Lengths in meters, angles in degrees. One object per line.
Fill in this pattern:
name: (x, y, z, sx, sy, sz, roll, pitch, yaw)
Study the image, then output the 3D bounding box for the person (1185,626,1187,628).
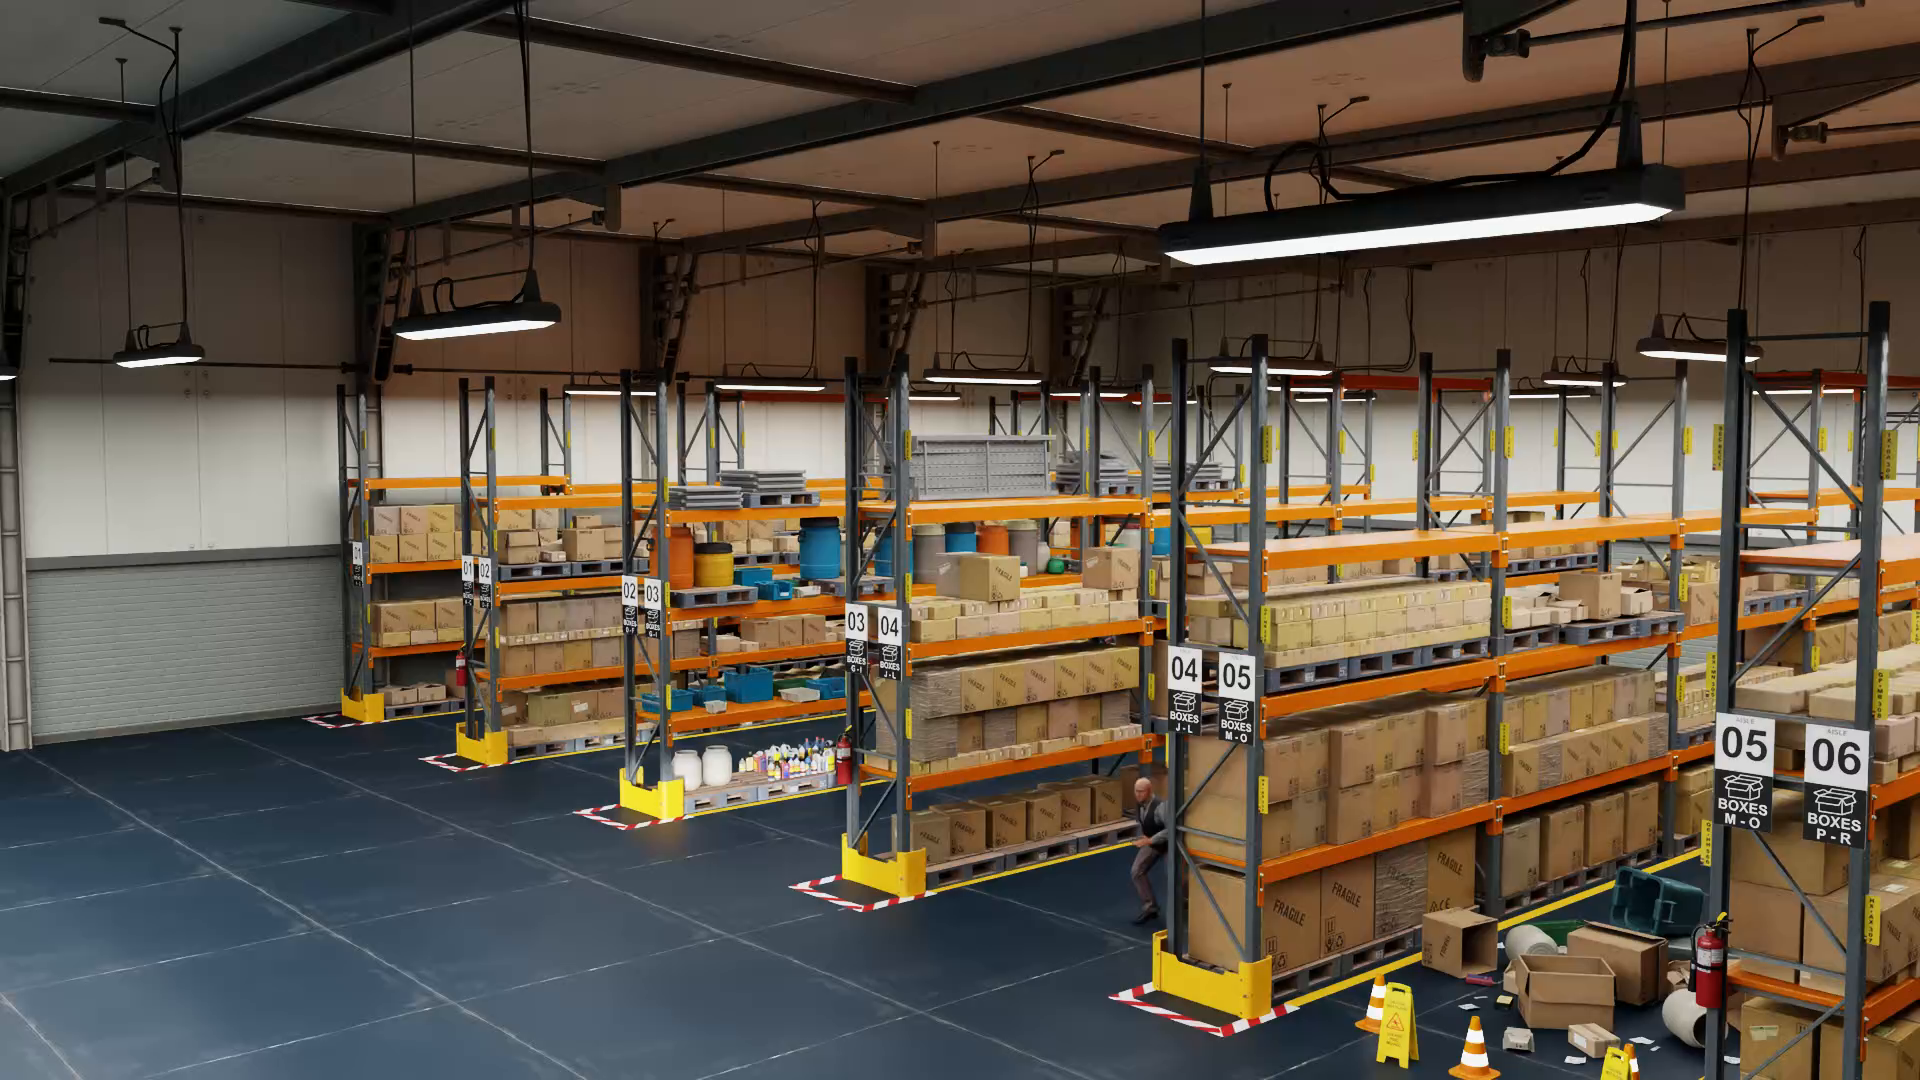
person: (4.749, 2.084, 34.651, 0.613, 1.670, 1.056, 3, 5, 38)

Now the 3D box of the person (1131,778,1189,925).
person: (2.170, 3.219, 17.480, 1.066, 1.554, 0.665, -3, 5, -39)
